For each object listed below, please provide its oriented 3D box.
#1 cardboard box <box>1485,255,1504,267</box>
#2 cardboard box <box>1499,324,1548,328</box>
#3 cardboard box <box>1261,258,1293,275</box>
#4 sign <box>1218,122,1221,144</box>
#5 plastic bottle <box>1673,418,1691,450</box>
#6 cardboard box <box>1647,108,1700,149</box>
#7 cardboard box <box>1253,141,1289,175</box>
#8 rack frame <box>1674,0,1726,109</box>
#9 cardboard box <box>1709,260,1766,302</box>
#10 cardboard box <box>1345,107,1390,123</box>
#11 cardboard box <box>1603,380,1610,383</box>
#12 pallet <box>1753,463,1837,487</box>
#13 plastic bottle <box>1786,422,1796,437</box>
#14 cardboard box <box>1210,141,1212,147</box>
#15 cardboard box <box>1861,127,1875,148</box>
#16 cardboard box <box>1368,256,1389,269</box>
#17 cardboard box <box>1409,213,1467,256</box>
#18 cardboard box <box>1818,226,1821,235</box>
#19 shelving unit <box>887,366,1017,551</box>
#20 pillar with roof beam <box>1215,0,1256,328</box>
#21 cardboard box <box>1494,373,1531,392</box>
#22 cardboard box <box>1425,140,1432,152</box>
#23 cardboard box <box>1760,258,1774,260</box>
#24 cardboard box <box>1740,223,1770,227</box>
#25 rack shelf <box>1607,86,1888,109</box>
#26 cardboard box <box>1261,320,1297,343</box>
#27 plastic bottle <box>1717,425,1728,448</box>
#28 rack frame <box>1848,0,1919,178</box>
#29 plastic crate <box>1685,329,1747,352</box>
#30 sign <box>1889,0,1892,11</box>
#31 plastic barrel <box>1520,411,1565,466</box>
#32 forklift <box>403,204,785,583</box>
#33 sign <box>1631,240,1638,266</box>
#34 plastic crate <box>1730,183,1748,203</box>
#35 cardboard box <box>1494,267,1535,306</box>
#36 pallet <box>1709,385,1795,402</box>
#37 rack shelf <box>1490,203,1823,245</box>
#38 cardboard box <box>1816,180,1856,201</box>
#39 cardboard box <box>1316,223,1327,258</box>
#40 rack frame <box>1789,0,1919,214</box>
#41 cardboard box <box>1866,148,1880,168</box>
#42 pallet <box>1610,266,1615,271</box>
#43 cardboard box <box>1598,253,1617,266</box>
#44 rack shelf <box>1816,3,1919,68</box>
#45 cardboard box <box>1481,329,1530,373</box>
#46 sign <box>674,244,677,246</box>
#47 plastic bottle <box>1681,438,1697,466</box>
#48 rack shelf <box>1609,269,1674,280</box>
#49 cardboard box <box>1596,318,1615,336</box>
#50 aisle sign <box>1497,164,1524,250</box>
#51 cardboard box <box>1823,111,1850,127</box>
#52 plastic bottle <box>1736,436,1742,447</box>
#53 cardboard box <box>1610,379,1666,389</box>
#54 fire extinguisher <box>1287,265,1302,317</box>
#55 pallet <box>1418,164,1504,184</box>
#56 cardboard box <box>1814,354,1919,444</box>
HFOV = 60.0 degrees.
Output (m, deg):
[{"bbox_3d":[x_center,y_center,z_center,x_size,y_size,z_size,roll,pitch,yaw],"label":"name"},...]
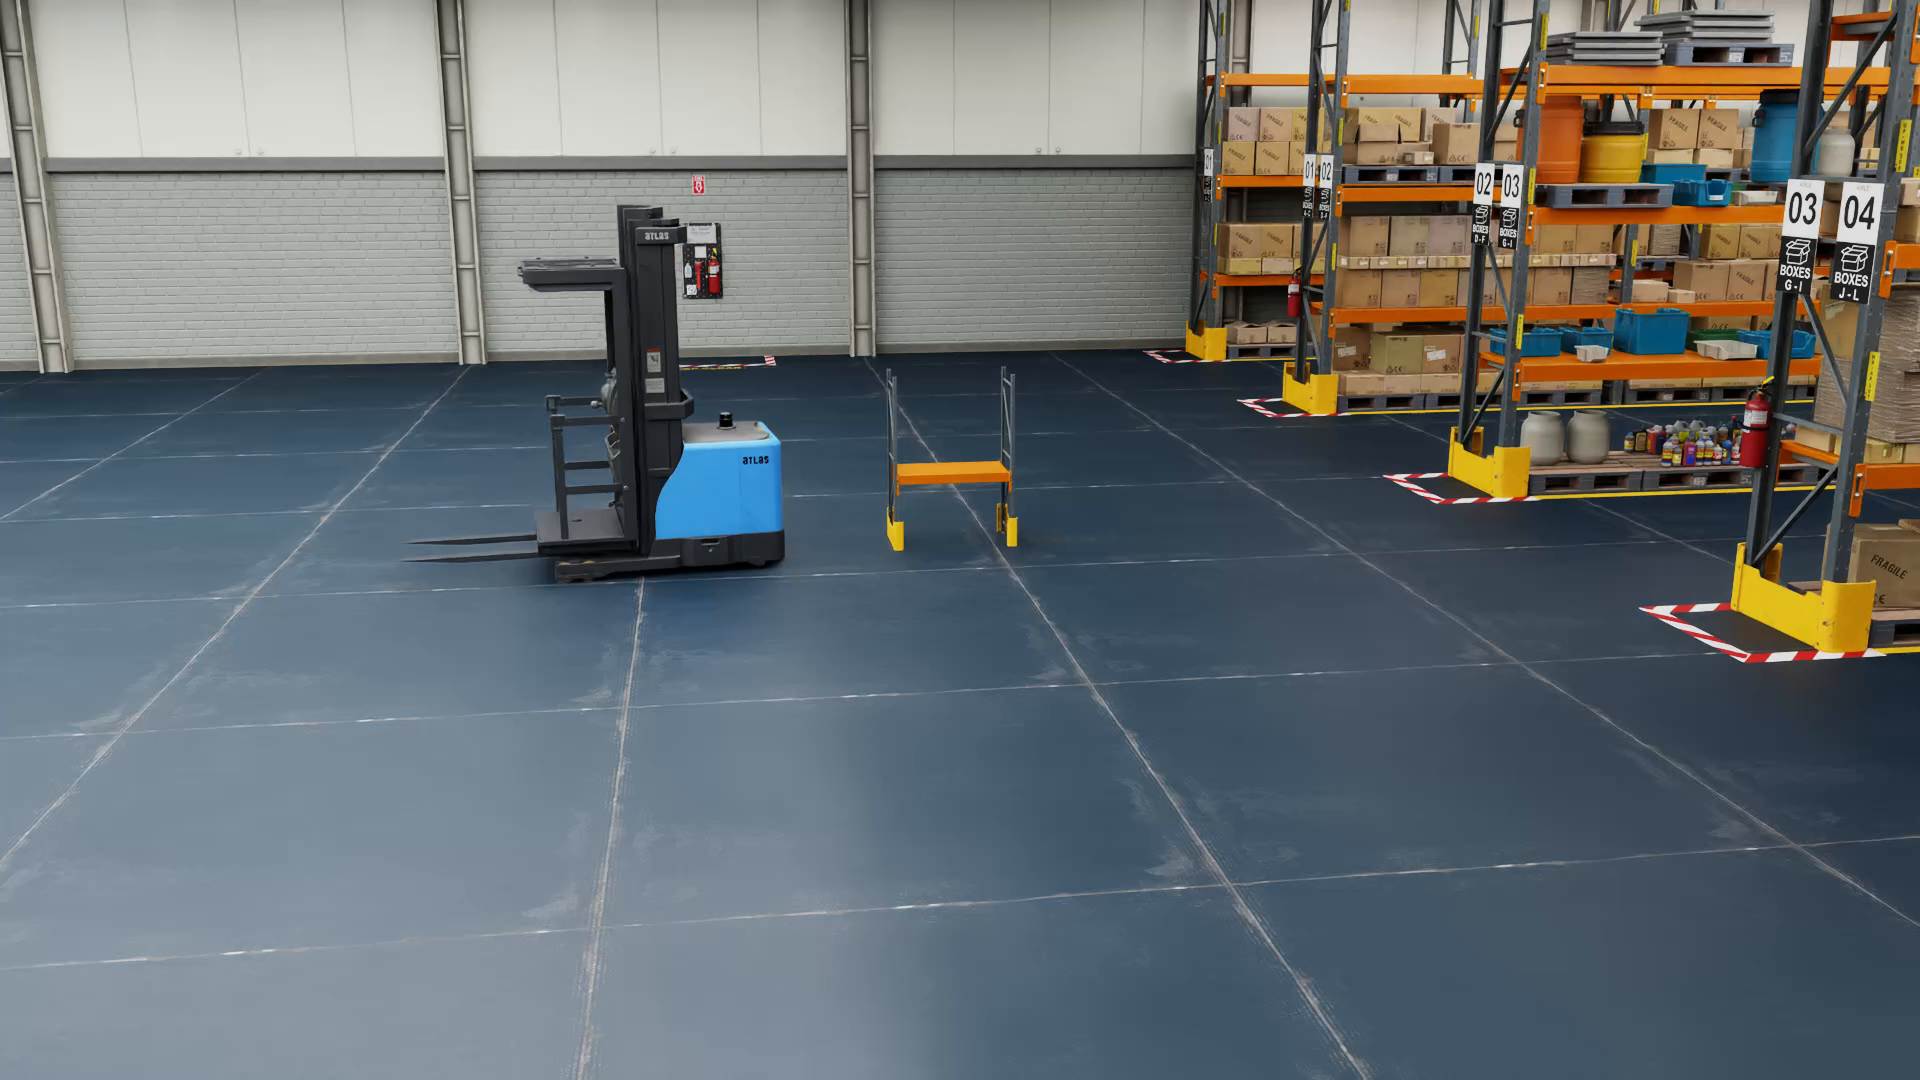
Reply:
[{"bbox_3d":[6.763,-3.583,21.302,0.250,0.149,0.380,-2,14,-6],"label":"cardboard box"},{"bbox_3d":[7.520,-2.609,22.206,0.500,0.500,0.500,-2,14,-8],"label":"cardboard box"},{"bbox_3d":[4.862,-4.284,25.904,0.500,0.250,0.500,-3,14,-10],"label":"cardboard box"},{"bbox_3d":[3.902,-6.132,25.042,0.005,0.325,0.100,-2,14,-8],"label":"sign"},{"bbox_3d":[7.602,-1.115,17.544,0.185,0.351,0.144,-2,14,-6],"label":"plastic bottle"},{"bbox_3d":[9.134,-5.299,21.423,0.500,0.500,0.500,-2,14,-8],"label":"cardboard box"},{"bbox_3d":[4.726,-5.859,25.506,0.500,0.500,0.500,-1,14,-5],"label":"cardboard box"},{"bbox_3d":[11.732,-7.583,26.460,0.127,3.000,1.000,-2,14,-8],"label":"rack frame"},{"bbox_3d":[10.296,-3.446,22.092,0.500,0.500,0.500,-2,14,-8],"label":"cardboard box"},{"bbox_3d":[6.266,-6.399,25.603,0.500,0.500,0.500,-3,14,-10],"label":"cardboard box"},{"bbox_3d":[8.885,-2.292,22.482,0.500,0.250,0.500,-2,14,-9],"label":"cardboard box"},{"bbox_3d":[8.582,-0.778,17.391,1.213,0.211,1.003,-2,14,-8],"label":"pallet"},{"bbox_3d":[8.872,-1.129,17.762,0.097,0.271,0.097,0,14,0],"label":"plastic bottle"},{"bbox_3d":[4.196,-5.972,25.957,0.500,0.500,0.500,-1,14,-4],"label":"cardboard box"},{"bbox_3d":[14.801,-6.530,27.315,0.500,0.500,0.700,-3,14,-11],"label":"cardboard box"},{"bbox_3d":[5.244,-3.528,21.083,0.250,0.149,0.380,-2,14,-10],"label":"cardboard box"},{"bbox_3d":[6.096,-3.924,21.330,0.500,0.500,0.700,-2,14,-8],"label":"cardboard box"},{"bbox_3d":[13.774,-4.887,27.184,0.500,0.500,0.500,-2,14,-7],"label":"cardboard box"},{"bbox_3d":[-0.075,-0.725,14.528,1.083,1.500,0.587,-2,14,-8],"label":"shelving unit"},{"bbox_3d":[5.026,-6.491,22.105,0.400,9.000,9.100,-2,14,-8],"label":"pillar with roof beam"},{"bbox_3d":[7.104,-2.100,21.718,0.500,0.250,0.500,-2,14,-8],"label":"cardboard box"},{"bbox_3d":[6.212,-5.000,21.360,0.500,0.311,0.500,0,14,-2],"label":"cardboard box"},{"bbox_3d":[13.104,-4.564,27.229,0.250,0.149,0.380,-2,14,-7],"label":"cardboard box"},{"bbox_3d":[12.751,-5.213,26.944,0.500,0.250,0.500,-2,14,-9],"label":"cardboard box"},{"bbox_3d":[10.496,-5.776,21.556,4.000,0.370,1.077,-2,14,-8],"label":"rack shelf"},{"bbox_3d":[5.083,-3.317,26.403,0.500,0.311,0.500,-1,14,-4],"label":"cardboard box"},{"bbox_3d":[8.066,-1.085,17.585,0.097,0.271,0.097,0,14,0],"label":"plastic bottle"},{"bbox_3d":[9.252,-5.055,16.379,0.127,3.000,1.000,-2,14,-8],"label":"rack frame"},{"bbox_3d":[7.868,-2.061,17.210,0.662,0.188,0.450,-2,14,-8],"label":"plastic crate"},{"bbox_3d":[12.383,-7.013,22.105,0.005,0.325,0.100,-2,14,-8],"label":"sign"},{"bbox_3d":[5.937,-1.039,16.951,0.421,0.512,0.421,0,14,0],"label":"plastic barrel"},{"bbox_3d":[-3.033,-1.218,13.552,3.031,2.935,1.130,-4,15,-15],"label":"forklift"},{"bbox_3d":[8.602,-3.662,21.214,0.005,0.325,0.100,-2,14,-8],"label":"sign"},{"bbox_3d":[7.652,-3.506,16.803,0.450,0.188,0.336,-2,14,-8],"label":"plastic crate"},{"bbox_3d":[7.063,-3.330,21.627,0.500,0.500,0.700,-2,14,-7],"label":"cardboard box"},{"bbox_3d":[10.450,-2.065,22.523,1.213,0.211,1.003,-2,14,-8],"label":"pallet"},{"bbox_3d":[7.275,-3.179,16.543,4.000,0.370,1.077,-2,14,-8],"label":"rack shelf"},{"bbox_3d":[6.263,-2.470,11.725,0.250,0.149,0.380,-2,14,-8],"label":"cardboard box"},{"bbox_3d":[5.849,-4.683,25.955,0.500,0.500,0.500,-2,14,-7],"label":"cardboard box"},{"bbox_3d":[6.035,-3.719,11.051,0.127,3.000,1.000,-2,14,-8],"label":"rack frame"},{"bbox_3d":[12.033,-5.038,21.921,0.500,0.250,0.500,-3,14,-12],"label":"cardboard box"},{"bbox_3d":[9.781,-4.499,26.887,1.213,0.211,1.003,-2,14,-8],"label":"pallet"},{"bbox_3d":[8.281,-3.639,21.525,0.250,0.149,0.380,-2,14,-8],"label":"cardboard box"},{"bbox_3d":[8.013,-3.441,11.428,4.000,0.370,1.077,-2,14,-8],"label":"rack shelf"},{"bbox_3d":[7.102,-2.467,21.639,0.500,0.500,0.500,-2,14,-8],"label":"cardboard box"},{"bbox_3d":[-4.554,-4.596,25.719,0.331,0.109,0.001,-2,14,-8],"label":"sign"},{"bbox_3d":[7.363,-0.891,16.786,0.133,0.283,0.061,-2,14,-7],"label":"plastic bottle"},{"bbox_3d":[9.754,-4.252,26.988,4.000,0.370,1.077,-2,14,-8],"label":"rack shelf"},{"bbox_3d":[10.501,-3.645,27.323,0.500,0.500,0.700,-2,14,-8],"label":"cardboard box"},{"bbox_3d":[5.270,-3.188,15.924,0.004,0.787,0.394,-2,14,-8],"label":"aisle sign"},{"bbox_3d":[14.254,-6.875,27.150,0.500,0.250,0.500,-3,14,-10],"label":"cardboard box"},{"bbox_3d":[7.988,-0.921,16.923,0.135,0.276,0.152,-2,14,-7],"label":"plastic bottle"},{"bbox_3d":[8.954,-2.162,21.965,0.500,0.250,0.500,-2,14,-10],"label":"cardboard box"},{"bbox_3d":[4.377,-3.262,21.721,0.183,0.674,0.296,-2,14,-8],"label":"fire extinguisher"},{"bbox_3d":[6.475,-4.668,21.185,1.213,0.211,1.003,-2,14,-8],"label":"pallet"},{"bbox_3d":[6.583,-1.015,11.785,0.500,0.500,0.875,-2,14,-8],"label":"cardboard box"}]
